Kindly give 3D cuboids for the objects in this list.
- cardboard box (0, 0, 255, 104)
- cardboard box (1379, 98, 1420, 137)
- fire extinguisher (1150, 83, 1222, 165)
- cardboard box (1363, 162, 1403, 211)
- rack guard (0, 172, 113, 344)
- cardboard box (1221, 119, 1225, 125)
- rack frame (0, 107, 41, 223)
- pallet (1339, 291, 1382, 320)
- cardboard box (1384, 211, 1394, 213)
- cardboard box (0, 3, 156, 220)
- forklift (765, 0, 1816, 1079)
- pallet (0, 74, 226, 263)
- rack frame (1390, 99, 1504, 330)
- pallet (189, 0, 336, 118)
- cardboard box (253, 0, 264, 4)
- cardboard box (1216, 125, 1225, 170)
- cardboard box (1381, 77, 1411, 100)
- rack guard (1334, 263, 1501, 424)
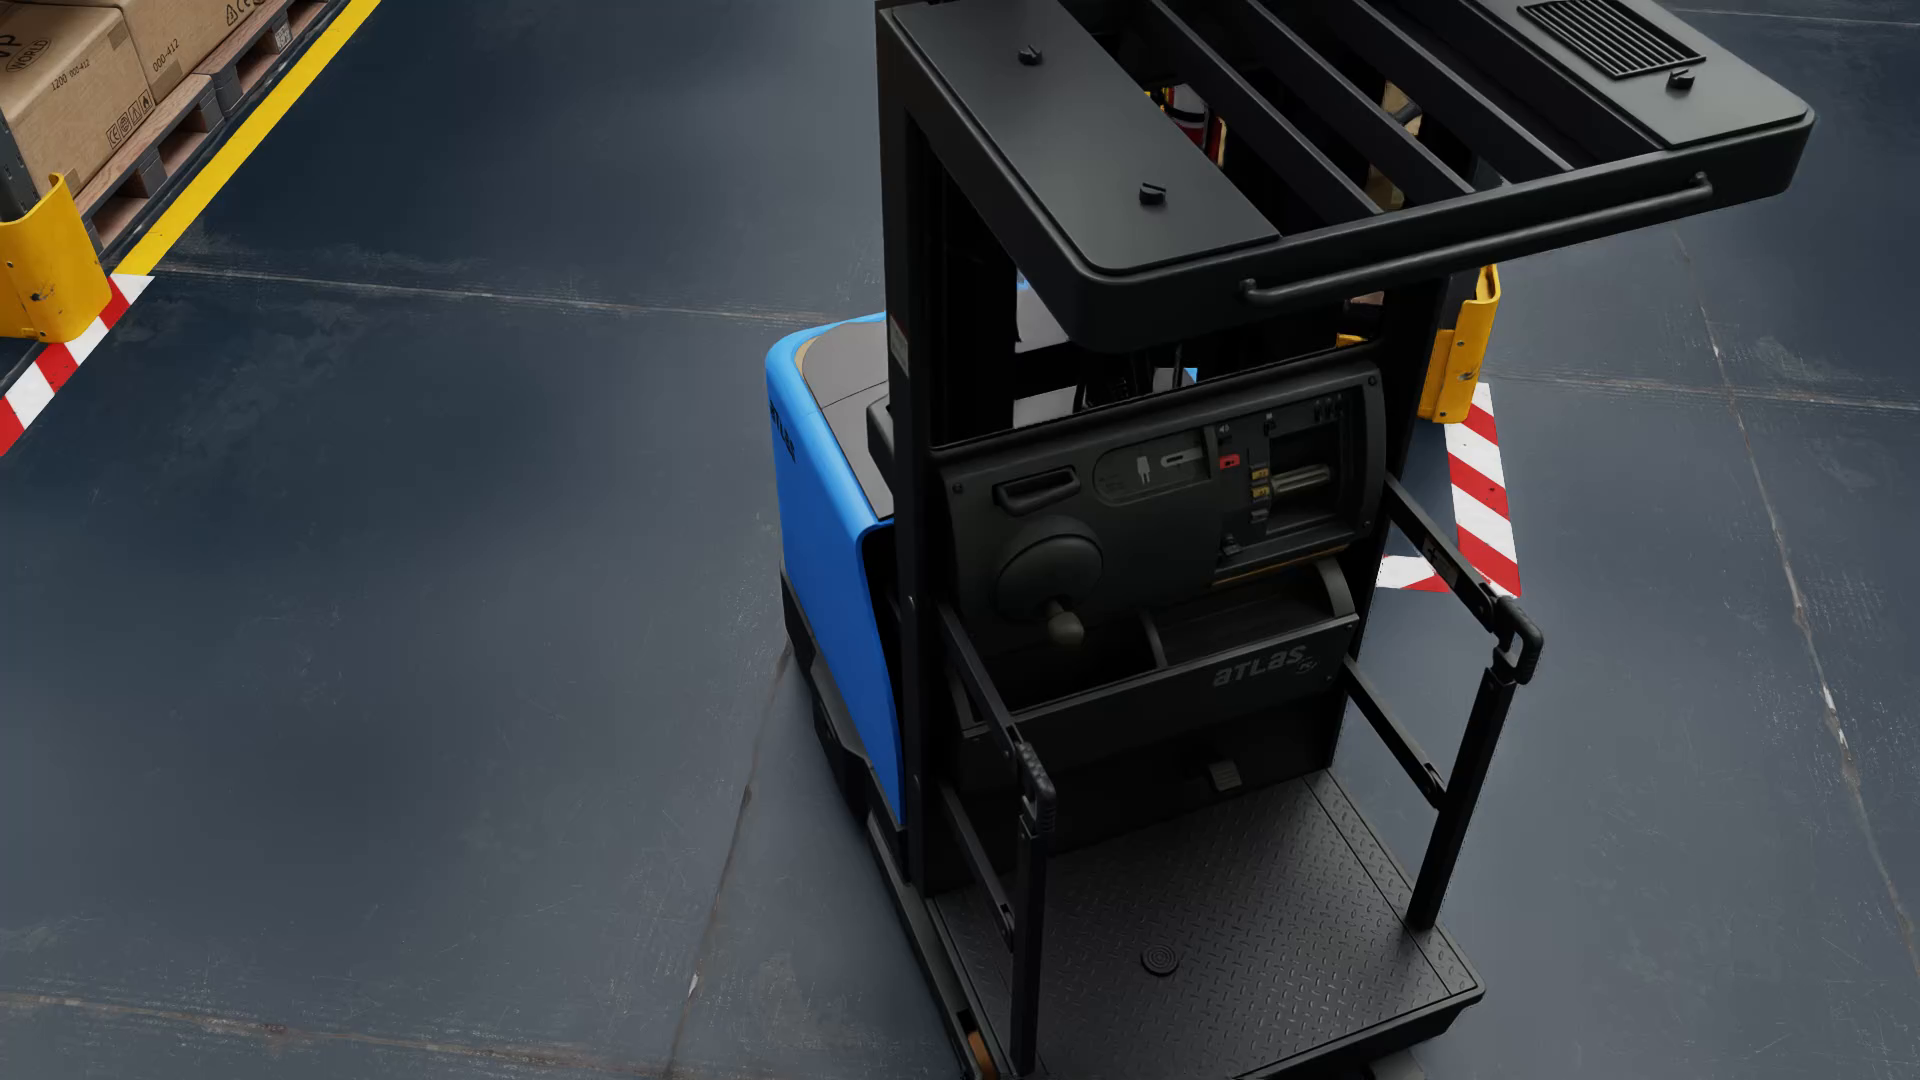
[{"bbox_3d":[-3.651,-2.284,7.039,0.875,0.438,0.875,6,44,7],"label":"cardboard box"},{"bbox_3d":[1.491,-1.456,5.941,0.380,0.149,0.250,6,44,6],"label":"cardboard box"},{"bbox_3d":[0.677,-1.304,4.773,0.296,0.674,0.183,5,44,6],"label":"fire extinguisher"},{"bbox_3d":[1.574,-1.257,5.731,0.380,0.149,0.250,3,44,4],"label":"cardboard box"},{"bbox_3d":[-3.755,-1.055,6.000,1.175,0.500,0.348,5,44,6],"label":"rack guard"},{"bbox_3d":[1.077,-1.481,5.968,0.380,0.149,0.250,6,44,6],"label":"cardboard box"},{"bbox_3d":[-3.752,-1.979,5.158,1.000,3.000,0.127,5,44,6],"label":"rack frame"},{"bbox_3d":[1.320,-1.187,6.350,1.003,0.211,1.213,5,44,6],"label":"pallet"},{"bbox_3d":[1.491,-1.157,5.842,0.380,0.149,0.250,7,44,7],"label":"cardboard box"},{"bbox_3d":[-3.764,-1.660,6.379,0.875,0.438,0.875,4,44,4],"label":"cardboard box"},{"bbox_3d":[0.495,0.022,3.095,1.130,2.935,3.031,-15,45,-15],"label":"forklift"},{"bbox_3d":[-3.724,-1.518,6.700,1.003,0.211,1.213,5,44,6],"label":"pallet"},{"bbox_3d":[1.168,-1.598,4.756,1.000,3.000,0.127,5,44,6],"label":"rack frame"},{"bbox_3d":[-3.560,-2.347,7.575,1.003,0.211,1.213,5,44,6],"label":"pallet"},{"bbox_3d":[-3.531,-2.899,7.688,0.875,0.438,0.875,4,44,4],"label":"cardboard box"},{"bbox_3d":[0.987,-1.315,5.792,0.380,0.149,0.250,6,44,6],"label":"cardboard box"},{"bbox_3d":[1.651,-1.616,6.110,0.380,0.149,0.250,5,44,5],"label":"cardboard box"},{"bbox_3d":[1.178,-0.742,5.670,1.175,0.500,0.348,5,44,6],"label":"rack guard"}]
